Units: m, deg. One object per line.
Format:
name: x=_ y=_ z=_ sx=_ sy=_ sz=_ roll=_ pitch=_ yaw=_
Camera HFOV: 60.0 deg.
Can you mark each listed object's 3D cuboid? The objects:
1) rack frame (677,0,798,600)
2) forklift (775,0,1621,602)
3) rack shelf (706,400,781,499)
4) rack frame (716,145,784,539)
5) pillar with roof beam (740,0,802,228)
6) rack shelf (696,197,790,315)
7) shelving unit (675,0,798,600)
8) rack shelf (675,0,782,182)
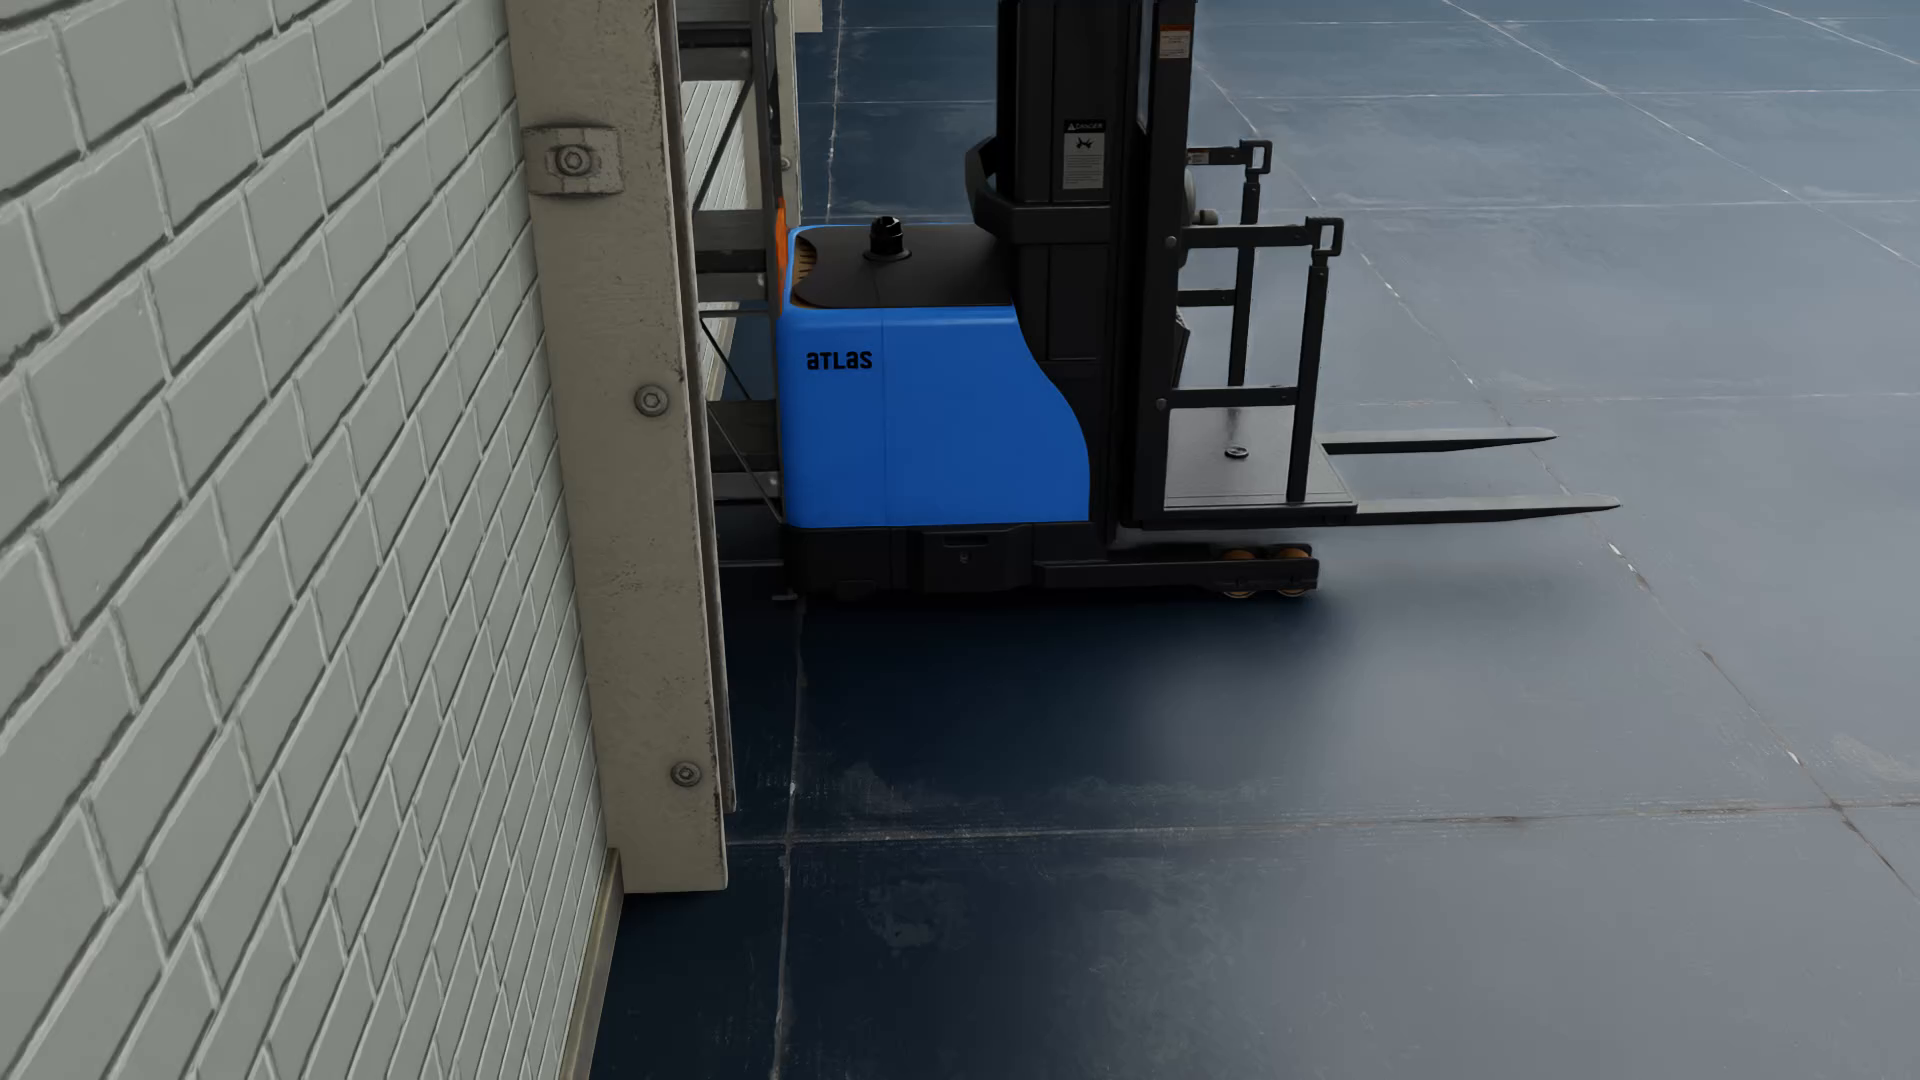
rack frame: x=-0.778 y=-0.722 z=5.340 sx=0.400 sy=2.100 sz=0.015 roll=-2 pitch=27 yaw=-2
forklift: x=0.861 y=-1.338 z=5.646 sx=3.031 sy=2.935 sz=1.130 roll=-2 pitch=28 yaw=-3
rack shelf: x=-0.782 y=-0.199 z=5.884 sx=0.431 sy=0.518 sz=0.480 roll=-2 pitch=27 yaw=-2
rack frame: x=-0.800 y=-0.945 z=5.774 sx=0.400 sy=2.100 sz=0.015 roll=-2 pitch=27 yaw=-2
pillar with roof beam: x=3.196 y=-6.016 z=8.054 sx=9.100 sy=9.000 sz=0.400 roll=-1 pitch=28 yaw=-3
rack shelf: x=-0.789 y=-0.821 z=5.563 sx=0.431 sy=0.518 sz=0.480 roll=-2 pitch=27 yaw=-2
shelving unit: x=-0.789 y=-0.833 z=5.557 sx=0.431 sy=2.100 sz=0.503 roll=-2 pitch=27 yaw=-2
rack shelf: x=-0.795 y=-1.443 z=5.242 sx=0.431 sy=0.518 sz=0.480 roll=-2 pitch=27 yaw=-2
